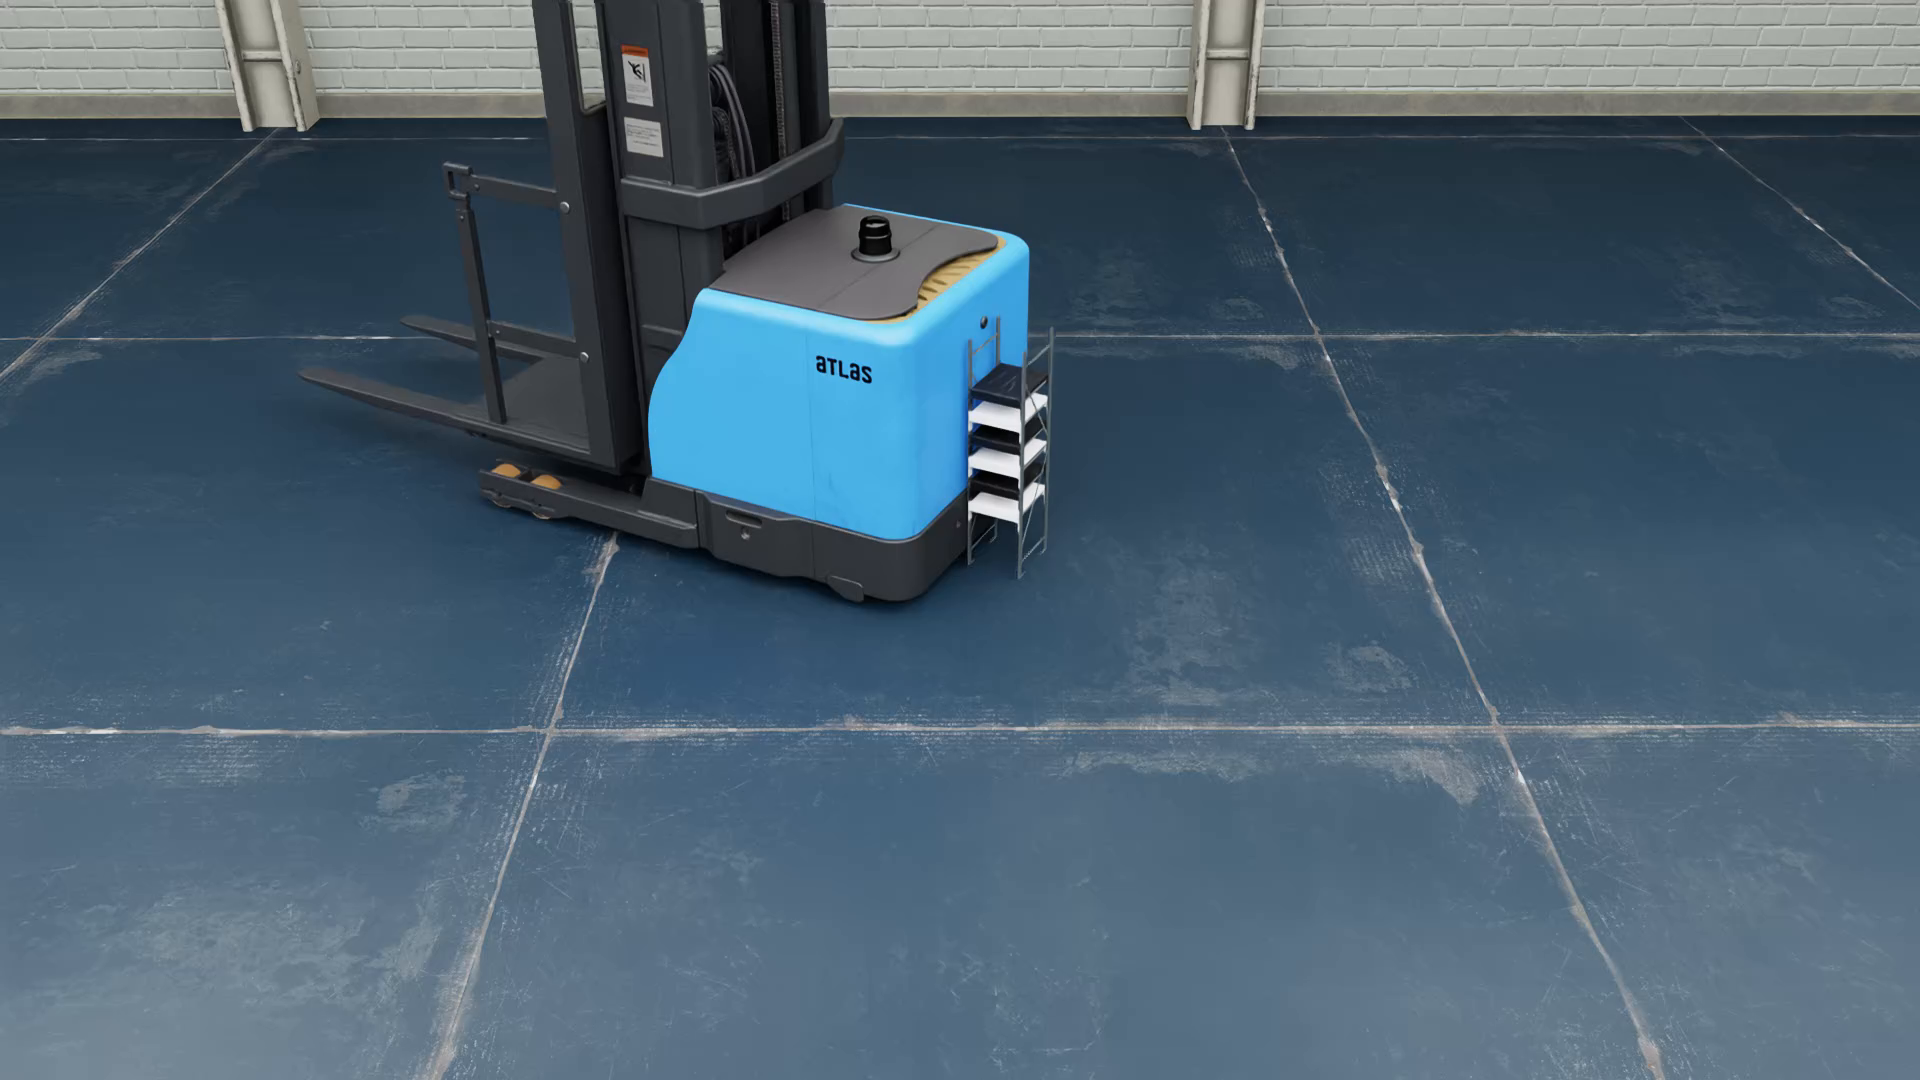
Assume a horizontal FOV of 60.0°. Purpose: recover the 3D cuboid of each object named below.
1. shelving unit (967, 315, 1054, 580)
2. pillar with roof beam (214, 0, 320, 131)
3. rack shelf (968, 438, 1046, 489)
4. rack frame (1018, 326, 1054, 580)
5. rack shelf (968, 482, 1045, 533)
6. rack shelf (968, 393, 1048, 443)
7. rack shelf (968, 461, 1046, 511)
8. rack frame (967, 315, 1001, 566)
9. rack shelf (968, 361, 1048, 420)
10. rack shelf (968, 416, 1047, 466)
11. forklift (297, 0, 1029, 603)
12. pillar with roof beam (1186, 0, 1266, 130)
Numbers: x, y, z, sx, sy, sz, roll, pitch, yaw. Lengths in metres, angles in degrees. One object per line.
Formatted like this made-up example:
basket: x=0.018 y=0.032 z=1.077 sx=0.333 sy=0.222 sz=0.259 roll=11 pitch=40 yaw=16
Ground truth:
shelving unit: x=0.175 y=-0.320 z=5.910 sx=0.210 sy=0.900 sz=0.258 roll=15 pitch=34 yaw=23
pillar with roof beam: x=-4.308 y=-4.278 z=4.626 sx=0.400 sy=9.000 sz=9.100 roll=0 pitch=31 yaw=0
rack shelf: x=0.175 y=-0.292 z=5.928 sx=0.200 sy=0.077 sz=0.258 roll=15 pitch=34 yaw=23
rack frame: x=0.266 y=-0.296 z=5.871 sx=0.006 sy=0.900 sz=0.240 roll=15 pitch=34 yaw=23
rack shelf: x=0.175 y=-0.138 z=6.021 sx=0.200 sy=0.077 sz=0.258 roll=15 pitch=34 yaw=23
rack shelf: x=0.175 y=-0.446 z=5.834 sx=0.200 sy=0.077 sz=0.258 roll=15 pitch=34 yaw=23
rack shelf: x=0.175 y=-0.215 z=5.974 sx=0.200 sy=0.077 sz=0.258 roll=15 pitch=34 yaw=23
rack frame: x=0.085 y=-0.344 z=5.950 sx=0.006 sy=0.900 sz=0.240 roll=15 pitch=34 yaw=23
rack shelf: x=0.175 y=-0.523 z=5.788 sx=0.200 sy=0.077 sz=0.258 roll=15 pitch=34 yaw=23
rack shelf: x=0.175 y=-0.369 z=5.881 sx=0.200 sy=0.077 sz=0.258 roll=15 pitch=34 yaw=23
forklift: x=-1.285 y=-1.559 z=5.994 sx=3.031 sy=2.935 sz=1.130 roll=15 pitch=34 yaw=23
pillar with roof beam: x=1.692 y=-4.297 z=4.657 sx=0.400 sy=9.000 sz=9.100 roll=0 pitch=31 yaw=0
